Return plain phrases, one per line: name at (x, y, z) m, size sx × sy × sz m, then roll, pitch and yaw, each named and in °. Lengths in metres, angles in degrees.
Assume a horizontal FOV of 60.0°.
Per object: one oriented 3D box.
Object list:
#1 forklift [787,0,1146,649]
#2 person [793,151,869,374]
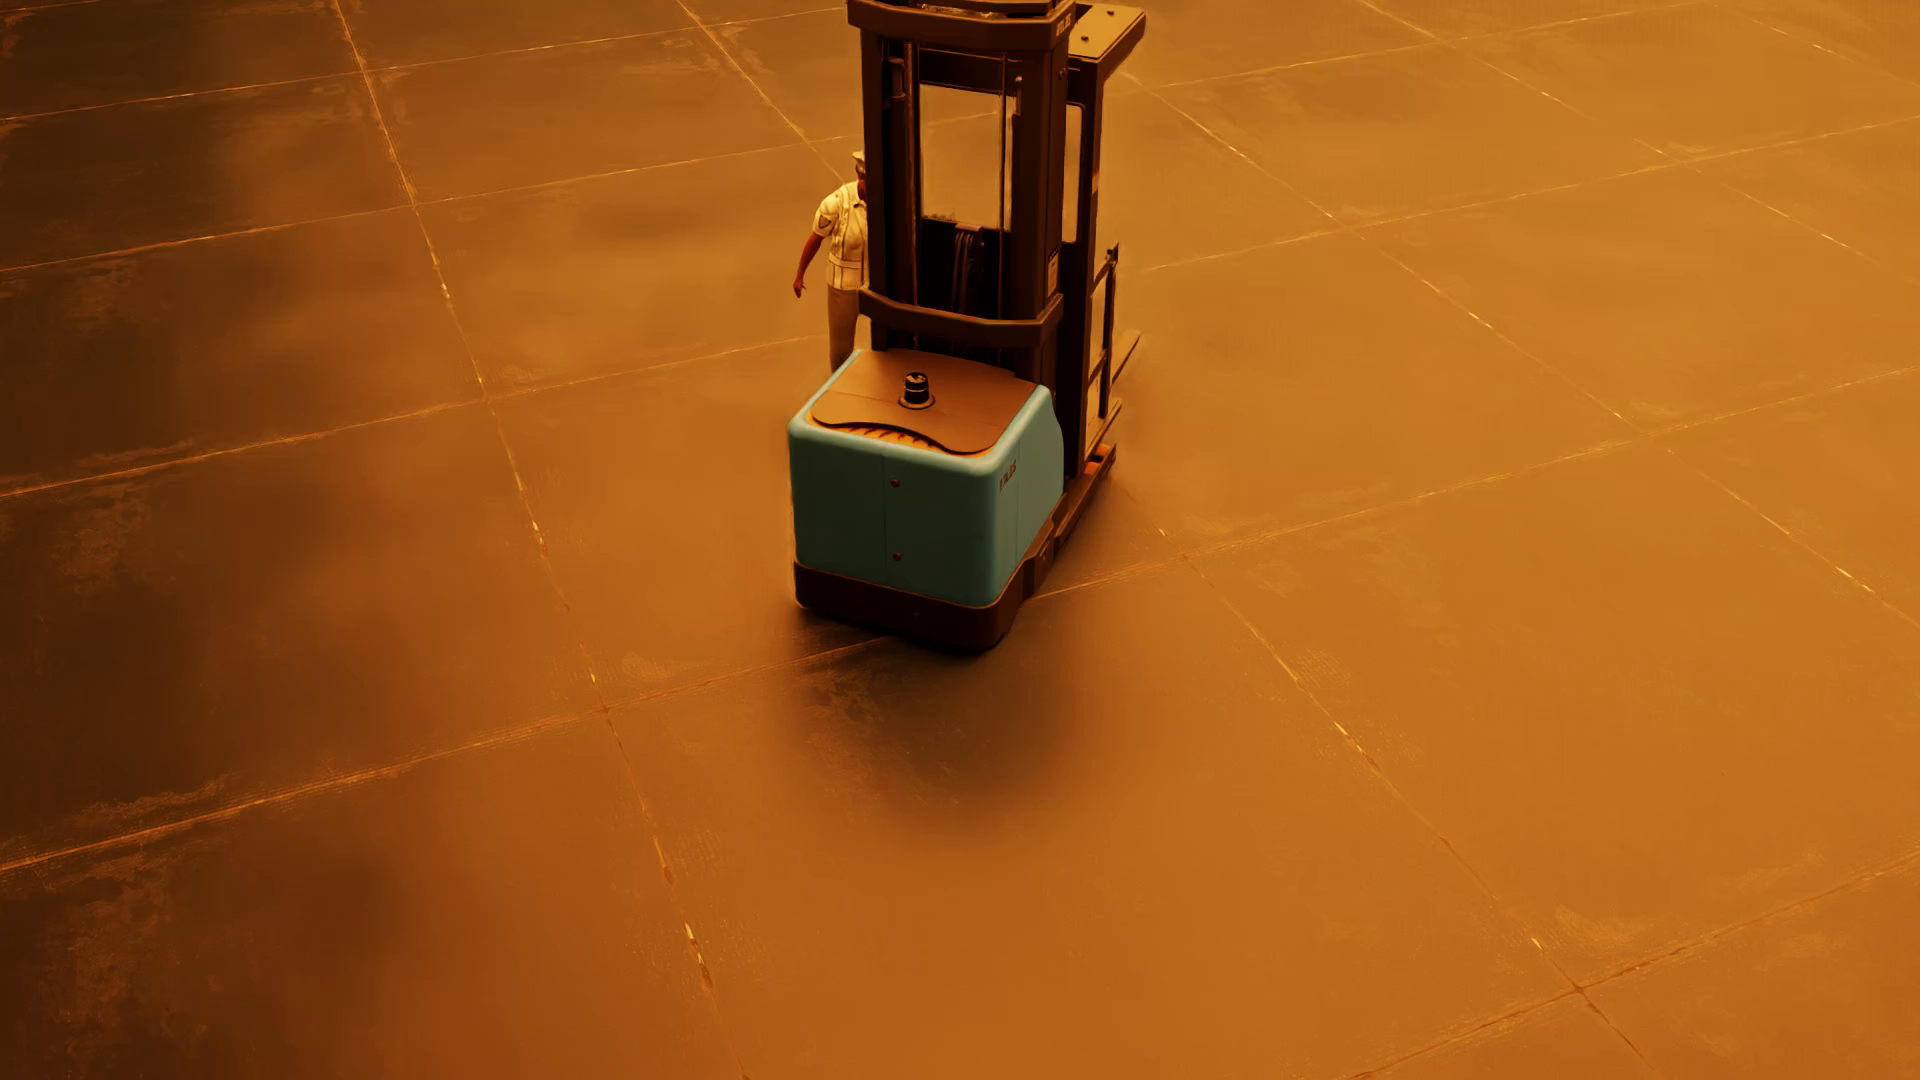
forklift at (0.213, -1.534, 8.255) m, size 1.130 × 2.935 × 3.031 m, roll 13°, pitch 37°, yaw 18°
person at (-0.524, -1.421, 9.272) m, size 0.812 × 1.638 × 0.436 m, roll -3°, pitch 36°, yaw -4°
